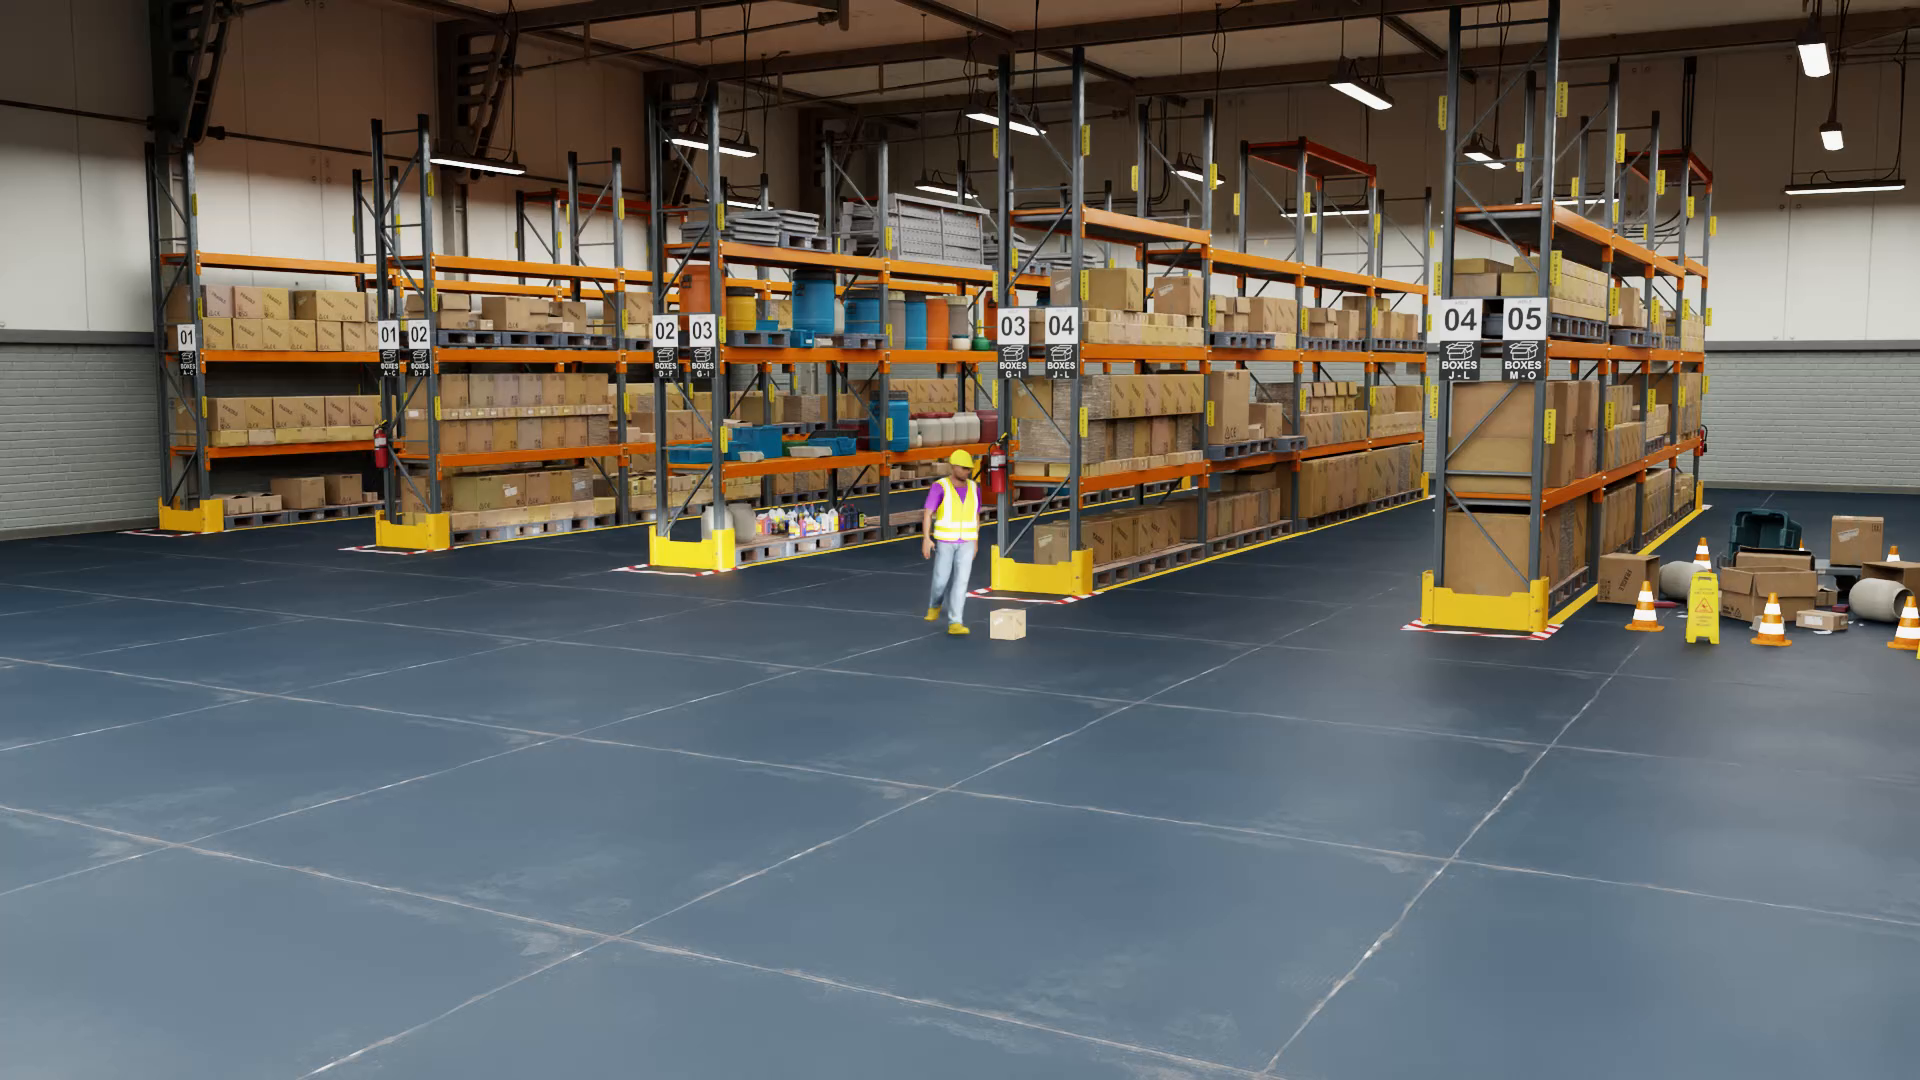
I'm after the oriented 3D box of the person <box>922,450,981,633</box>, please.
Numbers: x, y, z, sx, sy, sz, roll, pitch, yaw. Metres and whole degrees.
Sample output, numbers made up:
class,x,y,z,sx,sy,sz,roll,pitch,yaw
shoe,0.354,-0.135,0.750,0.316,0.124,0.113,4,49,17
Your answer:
class,x,y,z,sx,sy,sz,roll,pitch,yaw
person,-0.096,0.010,15.955,0.654,1.754,0.822,-2,6,-20
